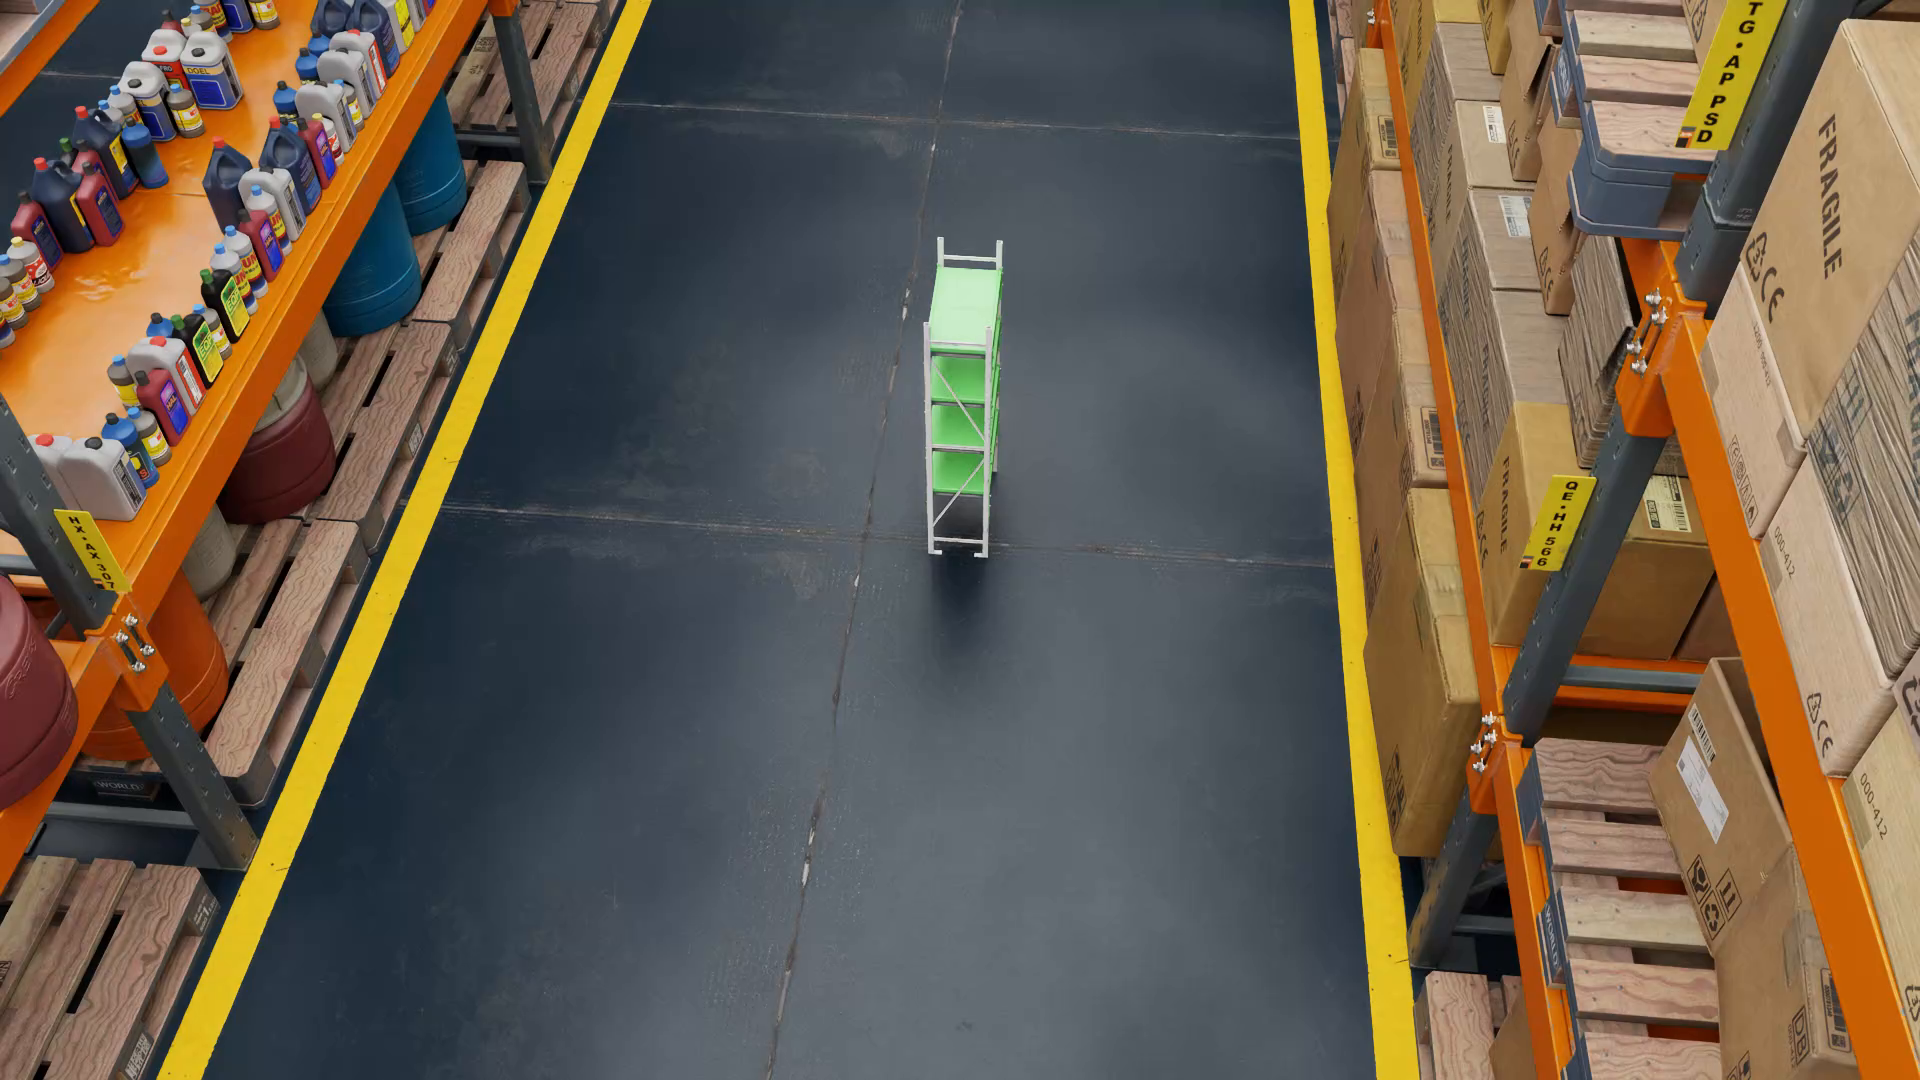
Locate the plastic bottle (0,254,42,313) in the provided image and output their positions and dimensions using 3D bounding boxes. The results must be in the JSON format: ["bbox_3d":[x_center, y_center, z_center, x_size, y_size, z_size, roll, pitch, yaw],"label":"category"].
[{"bbox_3d":[-3.232,-0.886,5.688,0.097,0.201,0.097,0,48,0],"label":"plastic bottle"}]

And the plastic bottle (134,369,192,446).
[{"bbox_3d":[-2.510,-0.440,5.225,0.061,0.283,0.133,4,48,4],"label":"plastic bottle"}]

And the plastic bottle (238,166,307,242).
[{"bbox_3d":[-2.459,-1.218,5.941,0.152,0.276,0.135,4,48,4],"label":"plastic bottle"}]

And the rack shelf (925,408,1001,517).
[{"bbox_3d":[0.015,-0.321,6.669,0.258,0.148,0.480,4,48,4],"label":"rack shelf"}]

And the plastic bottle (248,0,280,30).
[{"bbox_3d":[-2.911,-2.239,6.926,0.097,0.201,0.097,0,48,0],"label":"plastic bottle"}]

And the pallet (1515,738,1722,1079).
[{"bbox_3d":[2.027,0.984,3.973,1.213,0.211,1.003,4,48,4],"label":"pallet"}]

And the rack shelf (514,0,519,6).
[{"bbox_3d":[-2.400,-4.111,8.991,1.077,0.370,4.000,4,48,4],"label":"rack shelf"}]

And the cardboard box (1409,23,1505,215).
[{"bbox_3d":[1.968,-1.526,6.071,0.500,0.500,0.500,3,48,3],"label":"cardboard box"}]

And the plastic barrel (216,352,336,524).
[{"bbox_3d":[-2.816,-0.463,6.516,0.600,0.588,0.708,4,48,4],"label":"plastic barrel"}]

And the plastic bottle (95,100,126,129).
[{"bbox_3d":[-3.156,-1.520,6.221,0.097,0.271,0.097,0,48,0],"label":"plastic bottle"}]

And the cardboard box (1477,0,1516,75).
[{"bbox_3d":[2.226,-1.950,5.779,0.797,0.503,0.637,4,48,4],"label":"cardboard box"}]

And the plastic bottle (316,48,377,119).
[{"bbox_3d":[-2.388,-1.793,6.467,0.152,0.276,0.135,4,48,4],"label":"plastic bottle"}]

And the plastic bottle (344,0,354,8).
[{"bbox_3d":[-2.484,-2.180,6.770,0.144,0.351,0.185,4,48,4],"label":"plastic bottle"}]

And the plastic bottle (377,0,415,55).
[{"bbox_3d":[-2.340,-2.170,6.761,0.144,0.351,0.185,4,48,4],"label":"plastic bottle"}]

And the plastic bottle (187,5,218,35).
[{"bbox_3d":[-3.084,-2.079,6.779,0.097,0.201,0.097,0,48,0],"label":"plastic bottle"}]

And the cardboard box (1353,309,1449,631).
[{"bbox_3d":[2.158,-0.197,6.078,1.225,0.875,0.875,4,48,4],"label":"cardboard box"}]

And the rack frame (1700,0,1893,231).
[{"bbox_3d":[1.986,-1.636,2.174,1.000,3.000,0.127,4,48,4],"label":"rack frame"}]

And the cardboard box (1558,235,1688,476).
[{"bbox_3d":[2.068,-0.520,4.471,0.797,0.503,0.637,5,48,5],"label":"cardboard box"}]

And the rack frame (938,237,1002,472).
[{"bbox_3d":[0.037,-0.706,6.608,0.240,1.200,0.015,4,48,4],"label":"rack frame"}]

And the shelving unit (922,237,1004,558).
[{"bbox_3d":[0.015,-0.527,6.444,0.258,1.200,0.503,4,48,4],"label":"shelving unit"}]

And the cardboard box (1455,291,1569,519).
[{"bbox_3d":[1.835,-0.391,5.033,0.500,0.500,0.500,3,48,3],"label":"cardboard box"}]

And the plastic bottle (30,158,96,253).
[{"bbox_3d":[-3.175,-1.208,5.881,0.144,0.351,0.185,4,48,4],"label":"plastic bottle"}]

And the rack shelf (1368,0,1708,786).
[{"bbox_3d":[2.168,-0.839,5.998,1.077,0.370,4.000,4,48,4],"label":"rack shelf"}]

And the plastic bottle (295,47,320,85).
[{"bbox_3d":[-2.514,-1.786,6.464,0.097,0.271,0.097,0,48,0],"label":"plastic bottle"}]

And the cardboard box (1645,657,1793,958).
[{"bbox_3d":[1.976,0.612,3.831,0.500,0.500,0.500,-1,48,-1],"label":"cardboard box"}]

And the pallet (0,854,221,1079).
[{"bbox_3d":[-3.056,1.563,5.203,1.003,0.211,1.213,4,48,4],"label":"pallet"}]

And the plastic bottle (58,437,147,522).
[{"bbox_3d":[-2.585,-0.199,5.009,0.152,0.276,0.135,4,48,4],"label":"plastic bottle"}]

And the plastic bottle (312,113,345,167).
[{"bbox_3d":[-2.392,-1.510,6.259,0.097,0.201,0.097,0,48,0],"label":"plastic bottle"}]

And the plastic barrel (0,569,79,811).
[{"bbox_3d":[-2.687,0.371,4.312,0.600,0.536,0.708,4,48,4],"label":"plastic barrel"}]

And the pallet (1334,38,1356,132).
[{"bbox_3d":[2.497,-2.163,8.612,1.003,0.211,1.213,4,48,4],"label":"pallet"}]

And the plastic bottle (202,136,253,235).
[{"bbox_3d":[-2.604,-1.272,5.940,0.144,0.351,0.185,4,48,4],"label":"plastic bottle"}]

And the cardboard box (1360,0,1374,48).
[{"bbox_3d":[2.490,-2.455,8.144,0.875,0.875,0.875,4,48,4],"label":"cardboard box"}]

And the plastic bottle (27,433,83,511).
[{"bbox_3d":[-2.737,-0.209,5.019,0.152,0.276,0.135,4,48,4],"label":"plastic bottle"}]

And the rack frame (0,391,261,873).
[{"bbox_3d":[-2.947,0.055,4.693,1.000,3.000,0.127,4,48,4],"label":"rack frame"}]

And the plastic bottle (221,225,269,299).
[{"bbox_3d":[-2.463,-0.960,5.708,0.097,0.271,0.097,0,48,0],"label":"plastic bottle"}]

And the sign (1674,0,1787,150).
[{"bbox_3d":[1.434,-0.869,3.101,0.100,0.325,0.005,4,48,4],"label":"sign"}]

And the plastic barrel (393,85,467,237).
[{"bbox_3d":[-2.649,-1.919,7.636,0.600,0.901,0.708,4,48,4],"label":"plastic barrel"}]

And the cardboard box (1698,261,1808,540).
[{"bbox_3d":[1.689,-0.245,3.036,0.500,0.250,0.500,5,48,4],"label":"cardboard box"}]

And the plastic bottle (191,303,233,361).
[{"bbox_3d":[-2.493,-0.695,5.514,0.097,0.201,0.097,0,48,0],"label":"plastic bottle"}]

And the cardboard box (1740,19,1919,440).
[{"bbox_3d":[1.687,-0.498,2.760,0.500,0.500,0.500,4,48,4],"label":"cardboard box"}]

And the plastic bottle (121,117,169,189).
[{"bbox_3d":[-3.021,-1.439,6.147,0.097,0.271,0.097,0,48,0],"label":"plastic bottle"}]

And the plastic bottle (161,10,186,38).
[{"bbox_3d":[-3.121,-1.951,6.607,0.061,0.283,0.133,4,48,4],"label":"plastic bottle"}]

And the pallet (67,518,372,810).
[{"bbox_3d":[-2.916,0.414,6.254,1.003,0.211,1.213,4,48,4],"label":"pallet"}]
